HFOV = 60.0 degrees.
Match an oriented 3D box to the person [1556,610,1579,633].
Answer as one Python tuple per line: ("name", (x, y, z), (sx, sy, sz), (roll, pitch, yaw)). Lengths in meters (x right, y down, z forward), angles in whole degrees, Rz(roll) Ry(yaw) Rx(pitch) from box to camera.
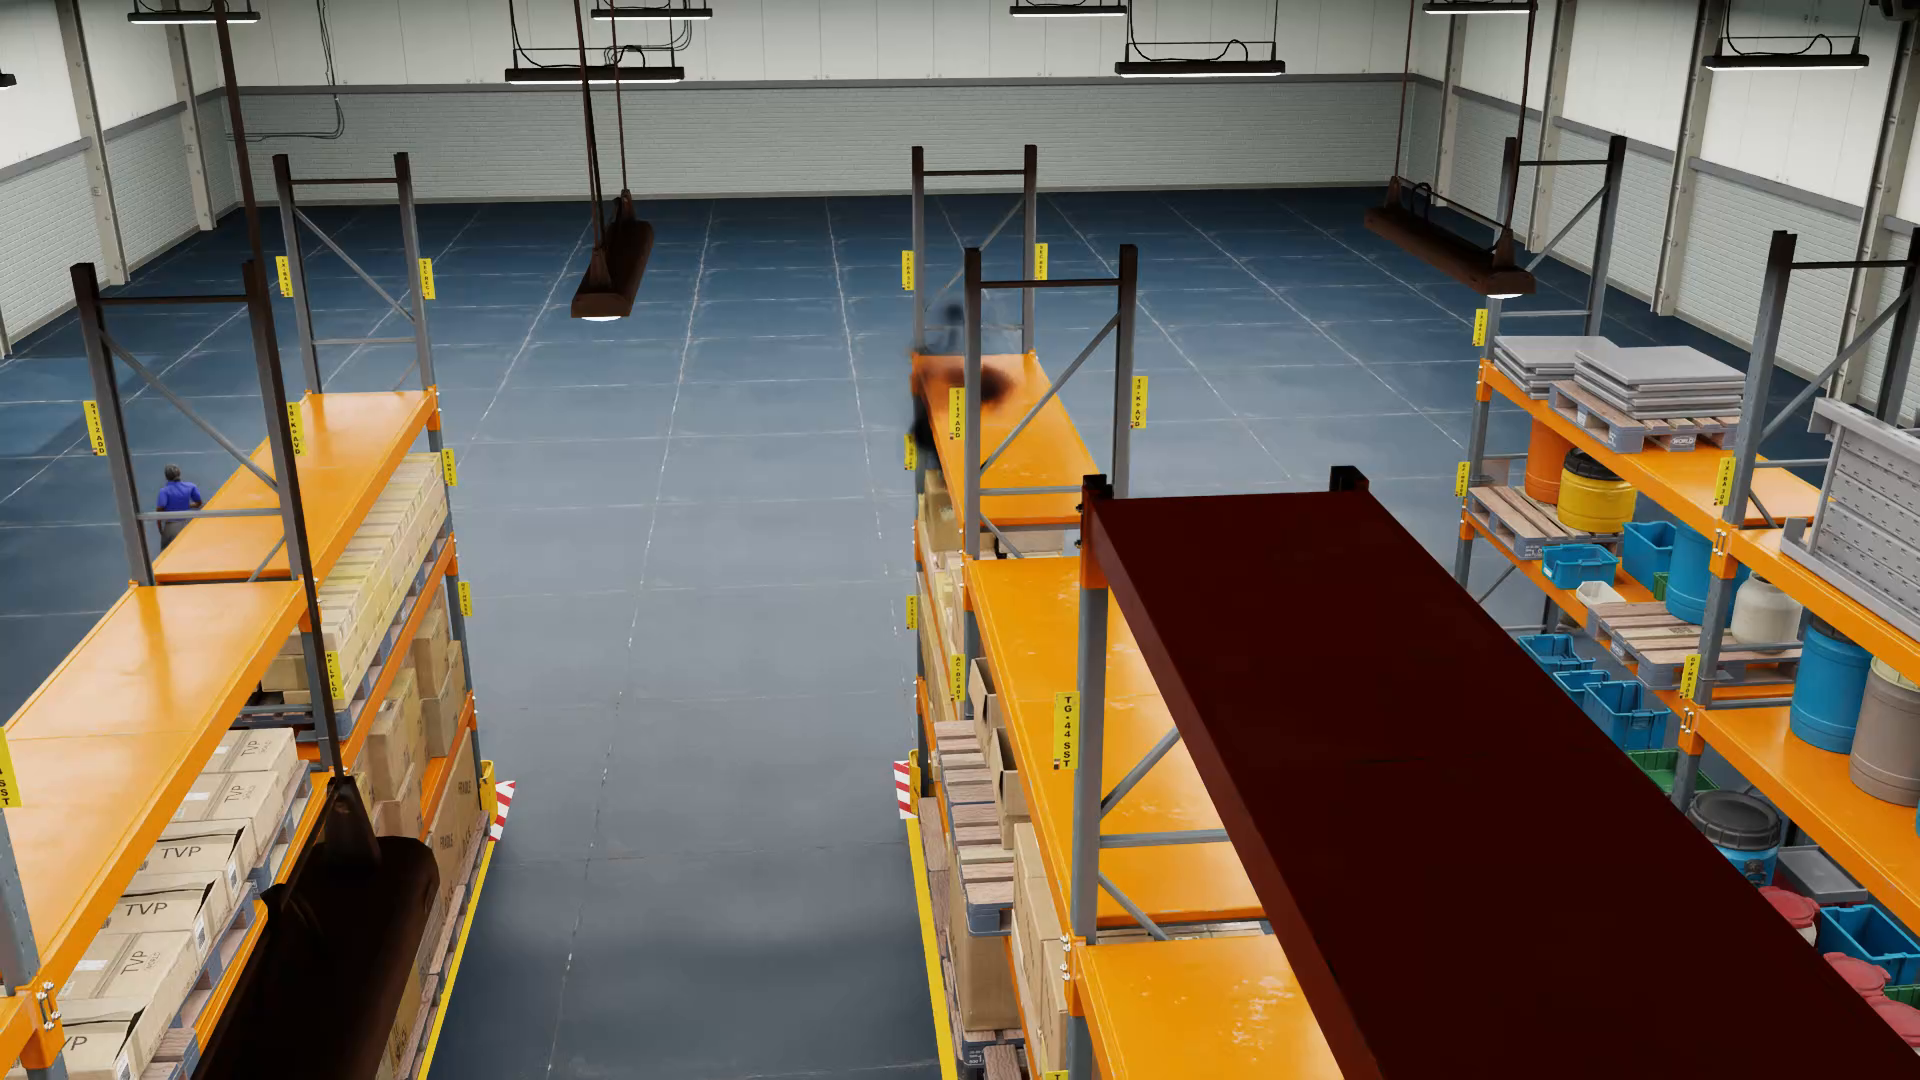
("person", (7.113, 0.299, 18.499), (0.973, 1.780, 0.693), (11, 24, 25))

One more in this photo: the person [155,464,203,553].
("person", (-9.310, -0.102, 19.816), (0.537, 1.537, 0.624), (17, 27, 37))
